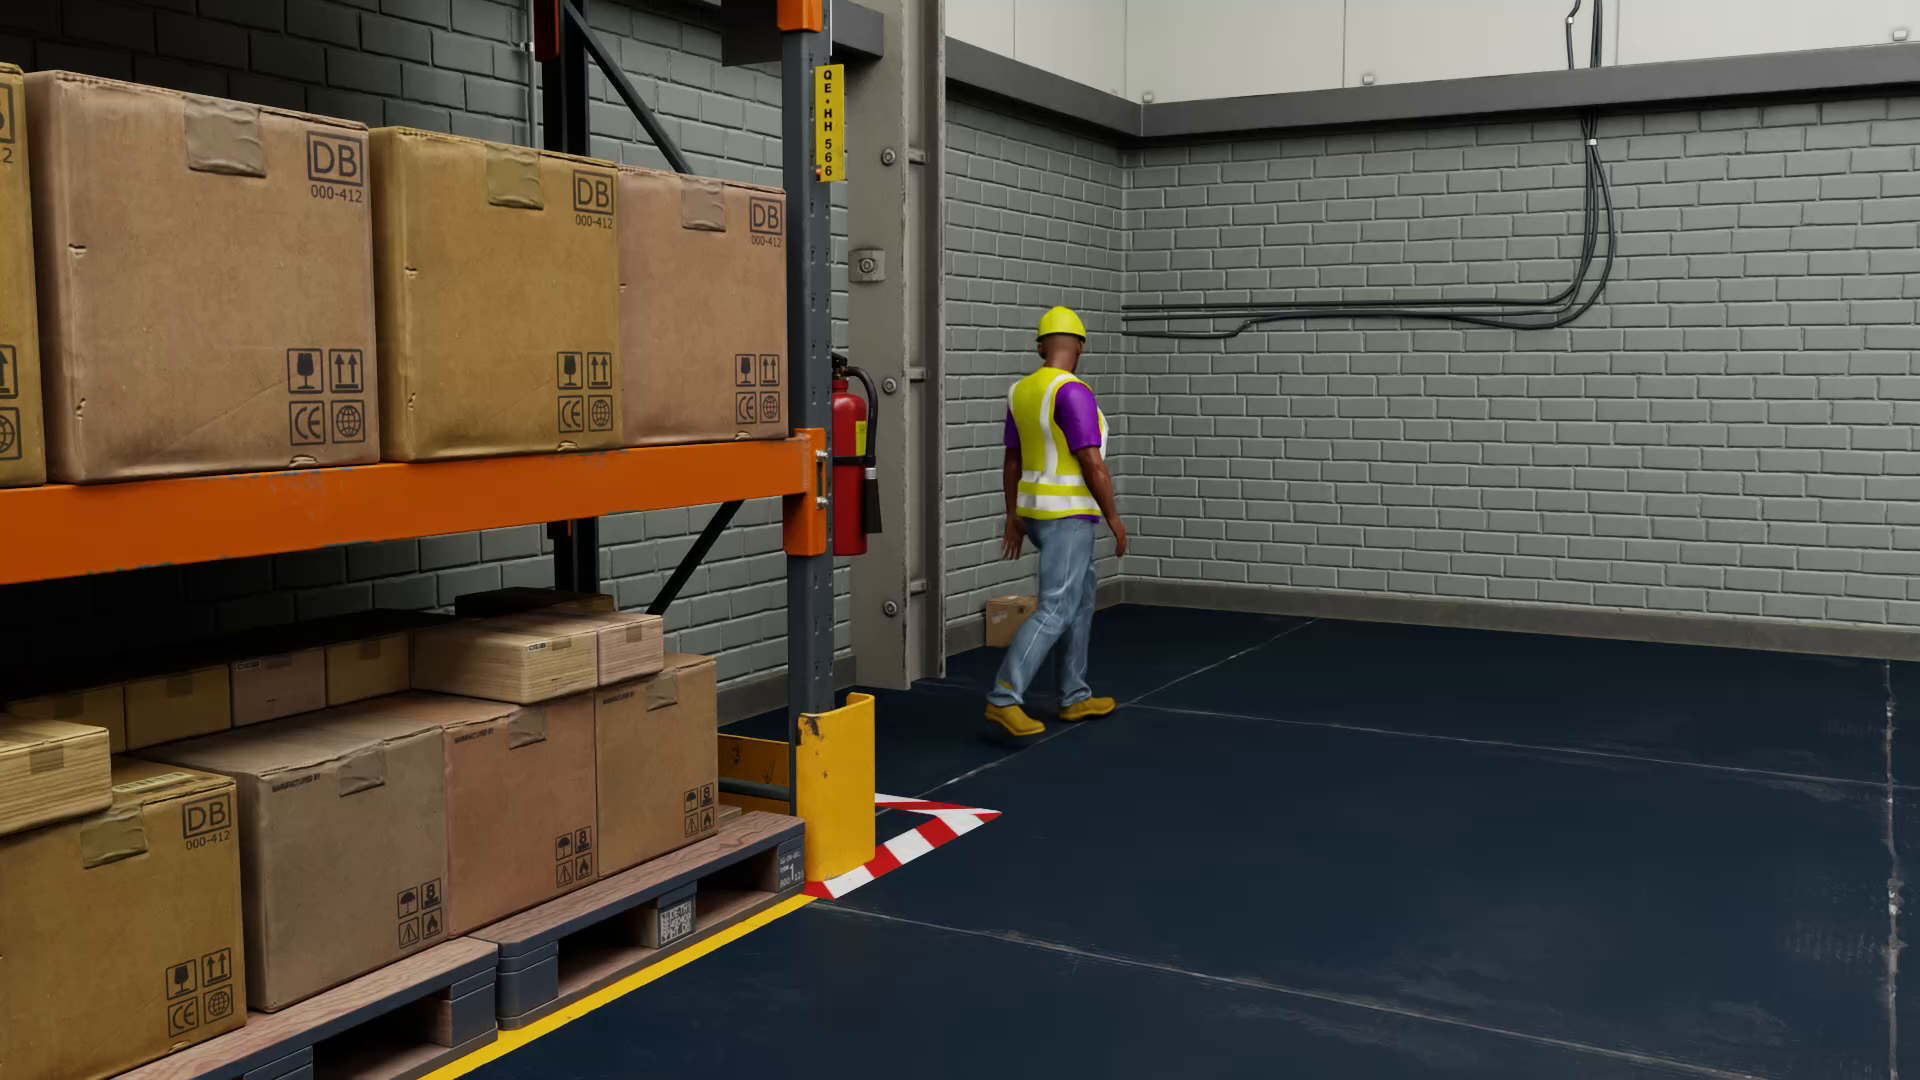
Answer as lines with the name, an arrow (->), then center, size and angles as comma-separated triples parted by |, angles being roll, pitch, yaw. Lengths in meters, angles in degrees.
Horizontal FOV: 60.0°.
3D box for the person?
person -> 0.401, -0.086, 6.859 | 0.729, 1.749, 0.702 | -2, 6, -19
